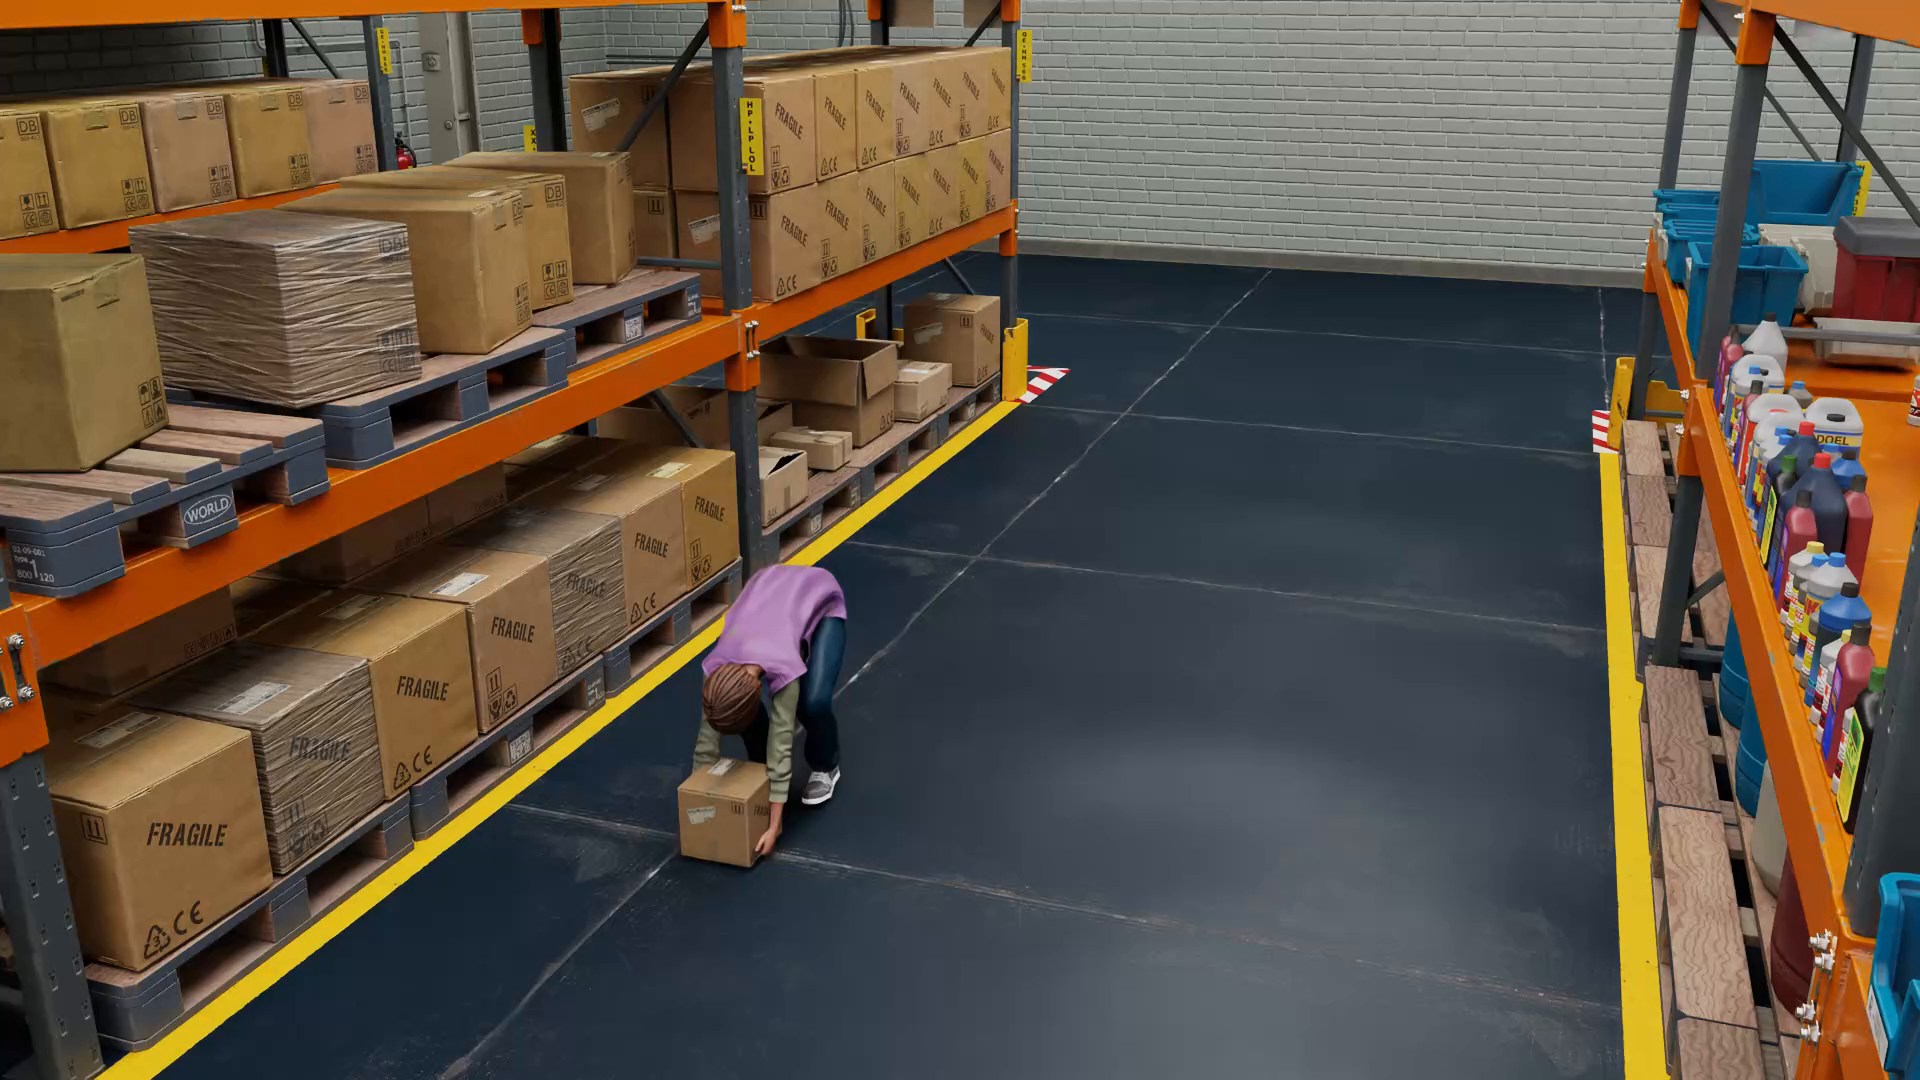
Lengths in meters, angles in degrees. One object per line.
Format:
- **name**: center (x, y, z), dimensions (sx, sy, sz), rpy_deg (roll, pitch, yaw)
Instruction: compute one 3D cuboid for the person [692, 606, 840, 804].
- **person**: center (-0.634, 0.542, 5.753), dimensions (0.360, 0.782, 0.716), rpy_deg (6, 20, 16)
